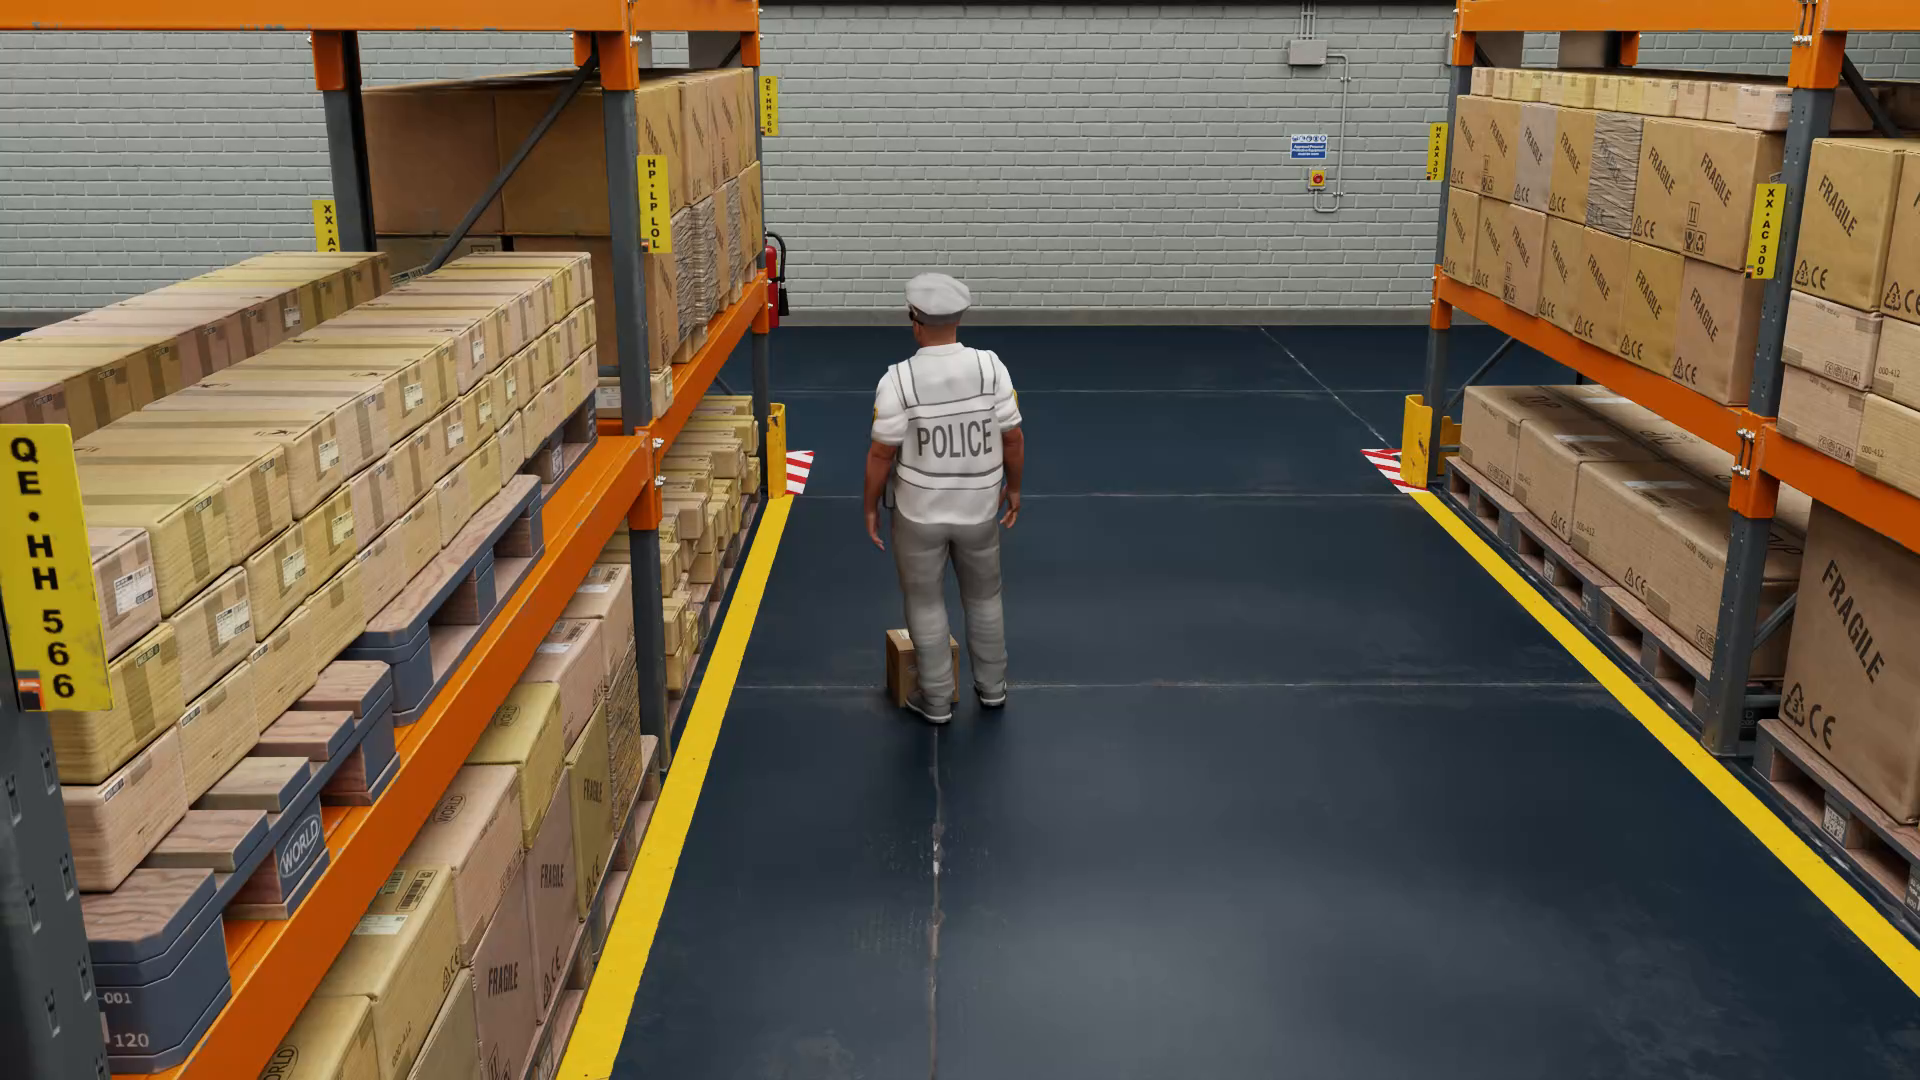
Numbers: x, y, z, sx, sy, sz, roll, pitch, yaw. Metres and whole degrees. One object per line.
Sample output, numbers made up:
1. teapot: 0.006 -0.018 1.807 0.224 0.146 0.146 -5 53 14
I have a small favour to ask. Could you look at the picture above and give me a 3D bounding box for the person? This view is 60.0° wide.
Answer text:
1. person: -0.074 -0.159 6.473 0.641 1.778 0.573 -4 18 -14
